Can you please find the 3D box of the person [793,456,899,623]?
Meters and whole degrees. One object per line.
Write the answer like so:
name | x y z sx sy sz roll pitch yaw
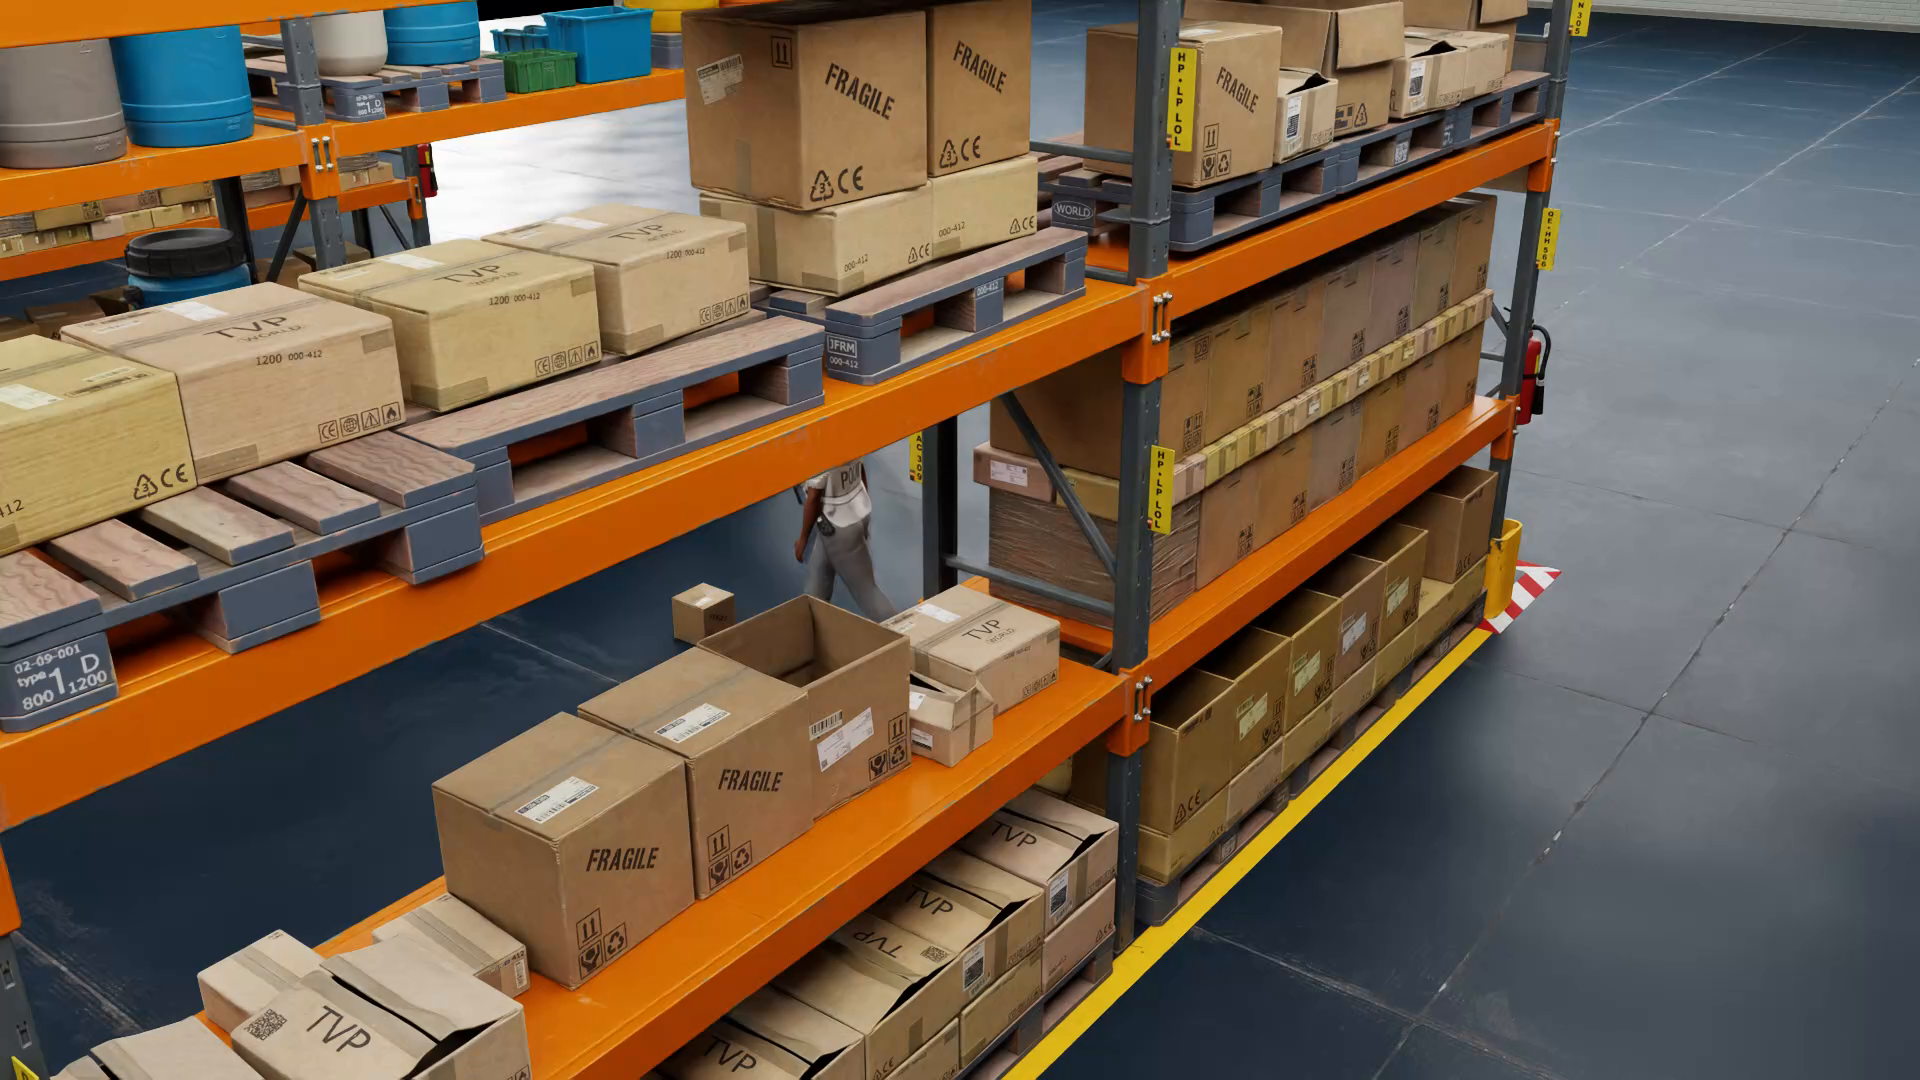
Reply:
person | -0.674 -0.098 8.802 0.962 1.605 0.457 6 24 14
